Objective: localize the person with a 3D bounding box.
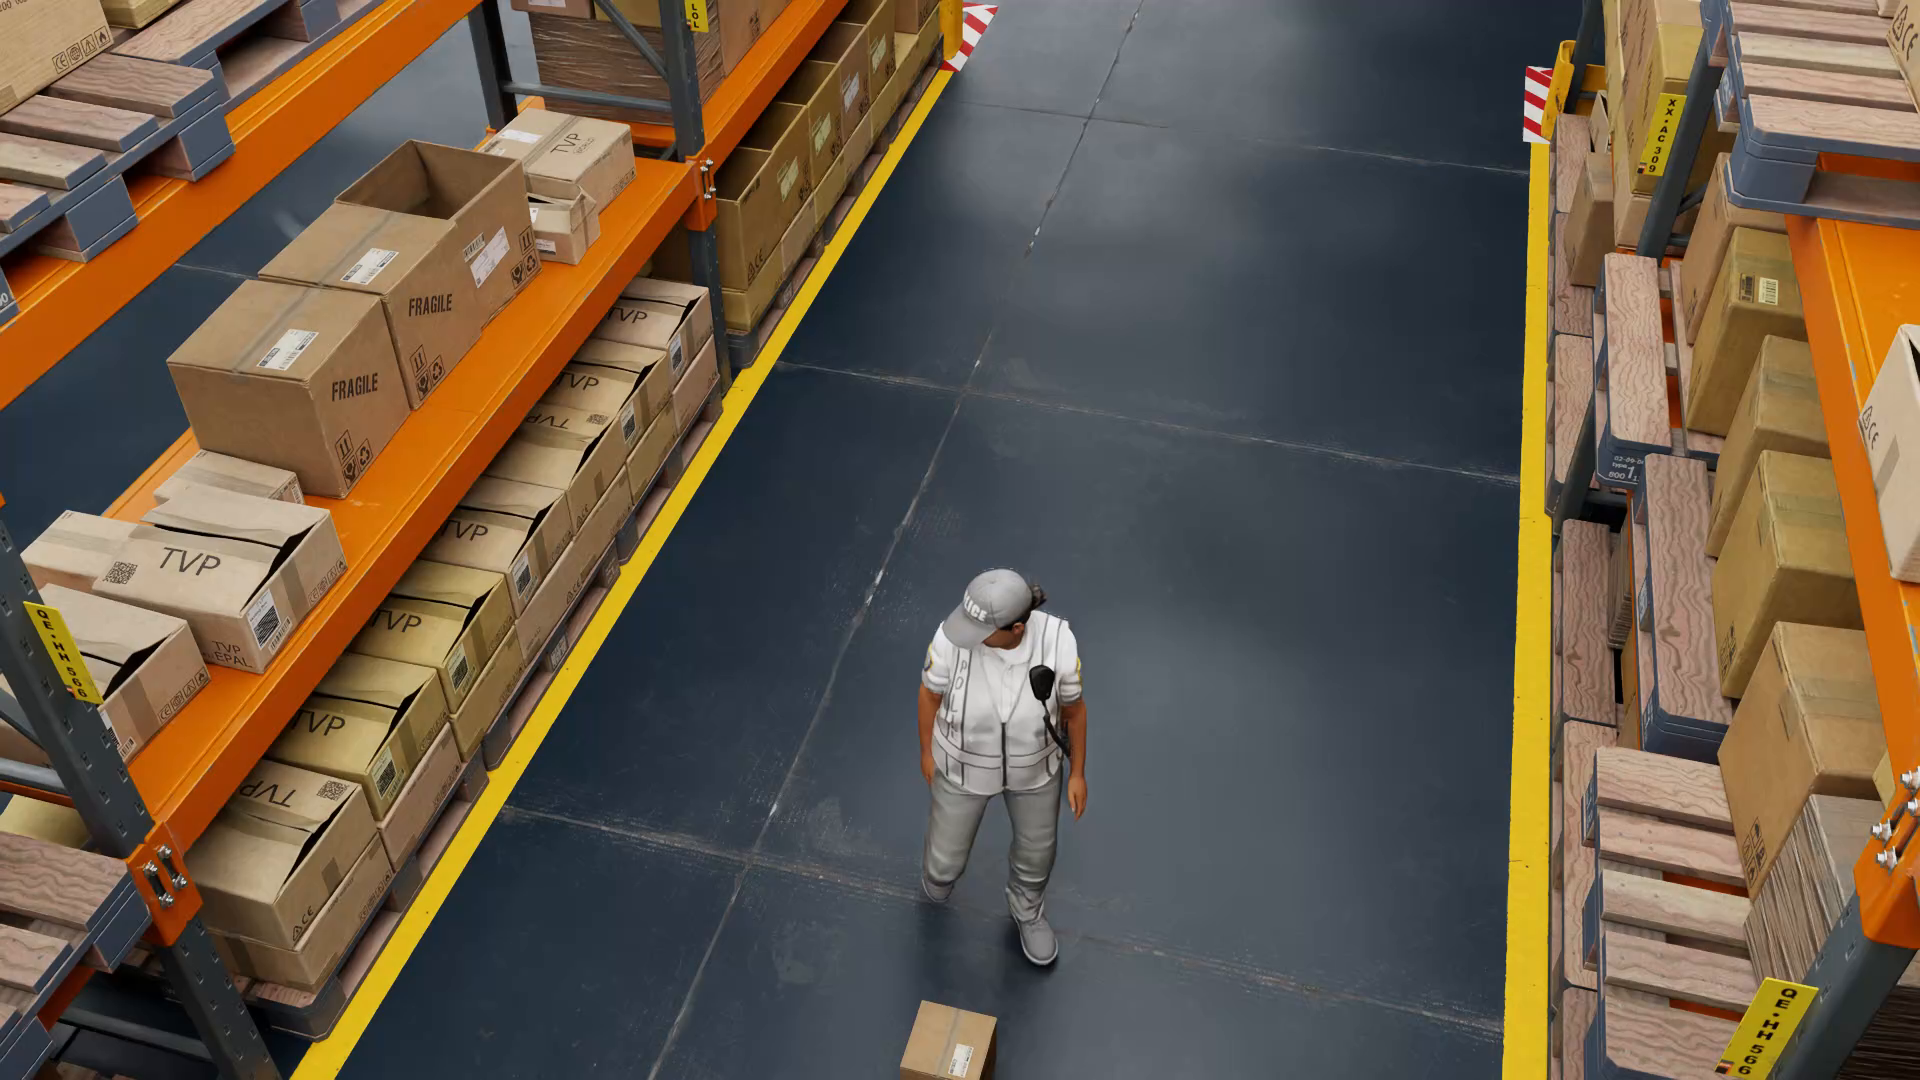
[{"bbox_3d":[0.126,0.695,5.339,0.535,1.653,0.500,-4,41,-5],"label":"person"}]
